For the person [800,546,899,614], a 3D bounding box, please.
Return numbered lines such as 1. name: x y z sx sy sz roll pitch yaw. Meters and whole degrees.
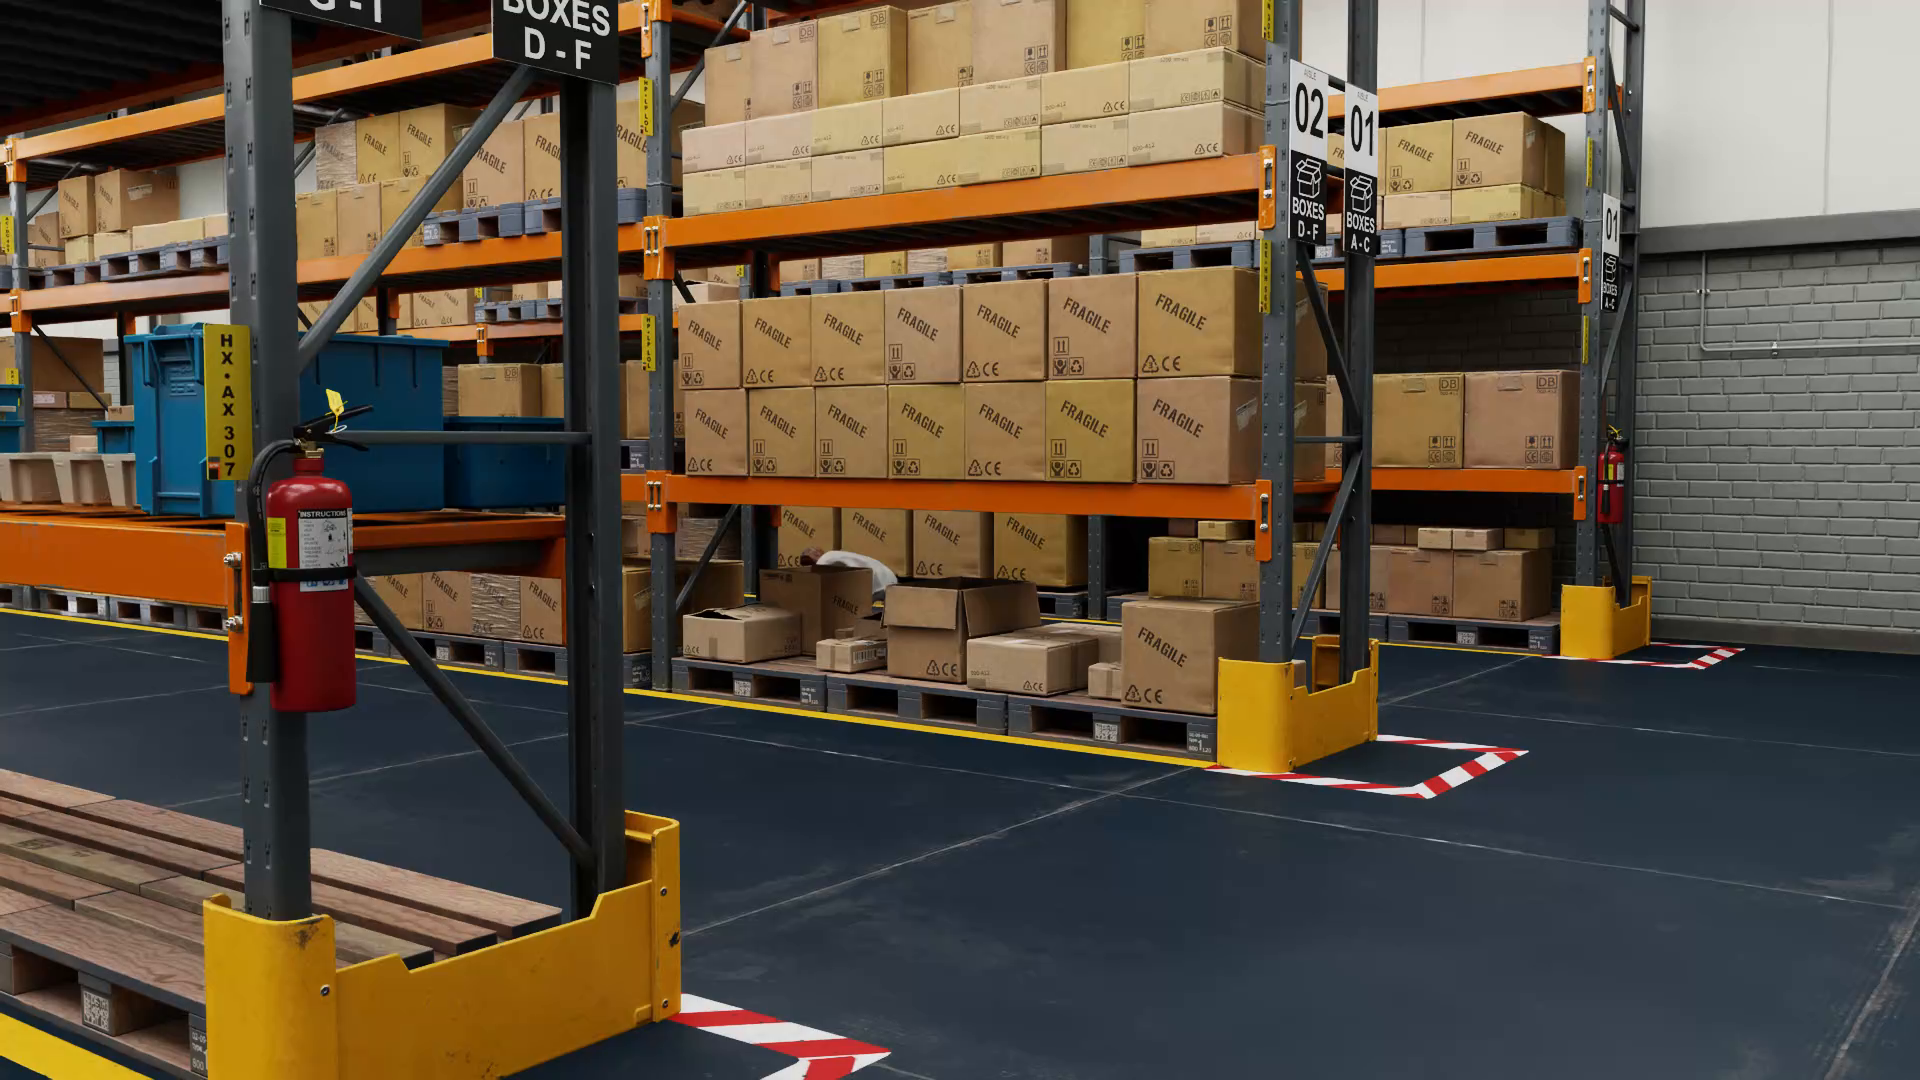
1. person: -0.858 0.429 12.657 0.844 0.746 0.424 2 4 35
